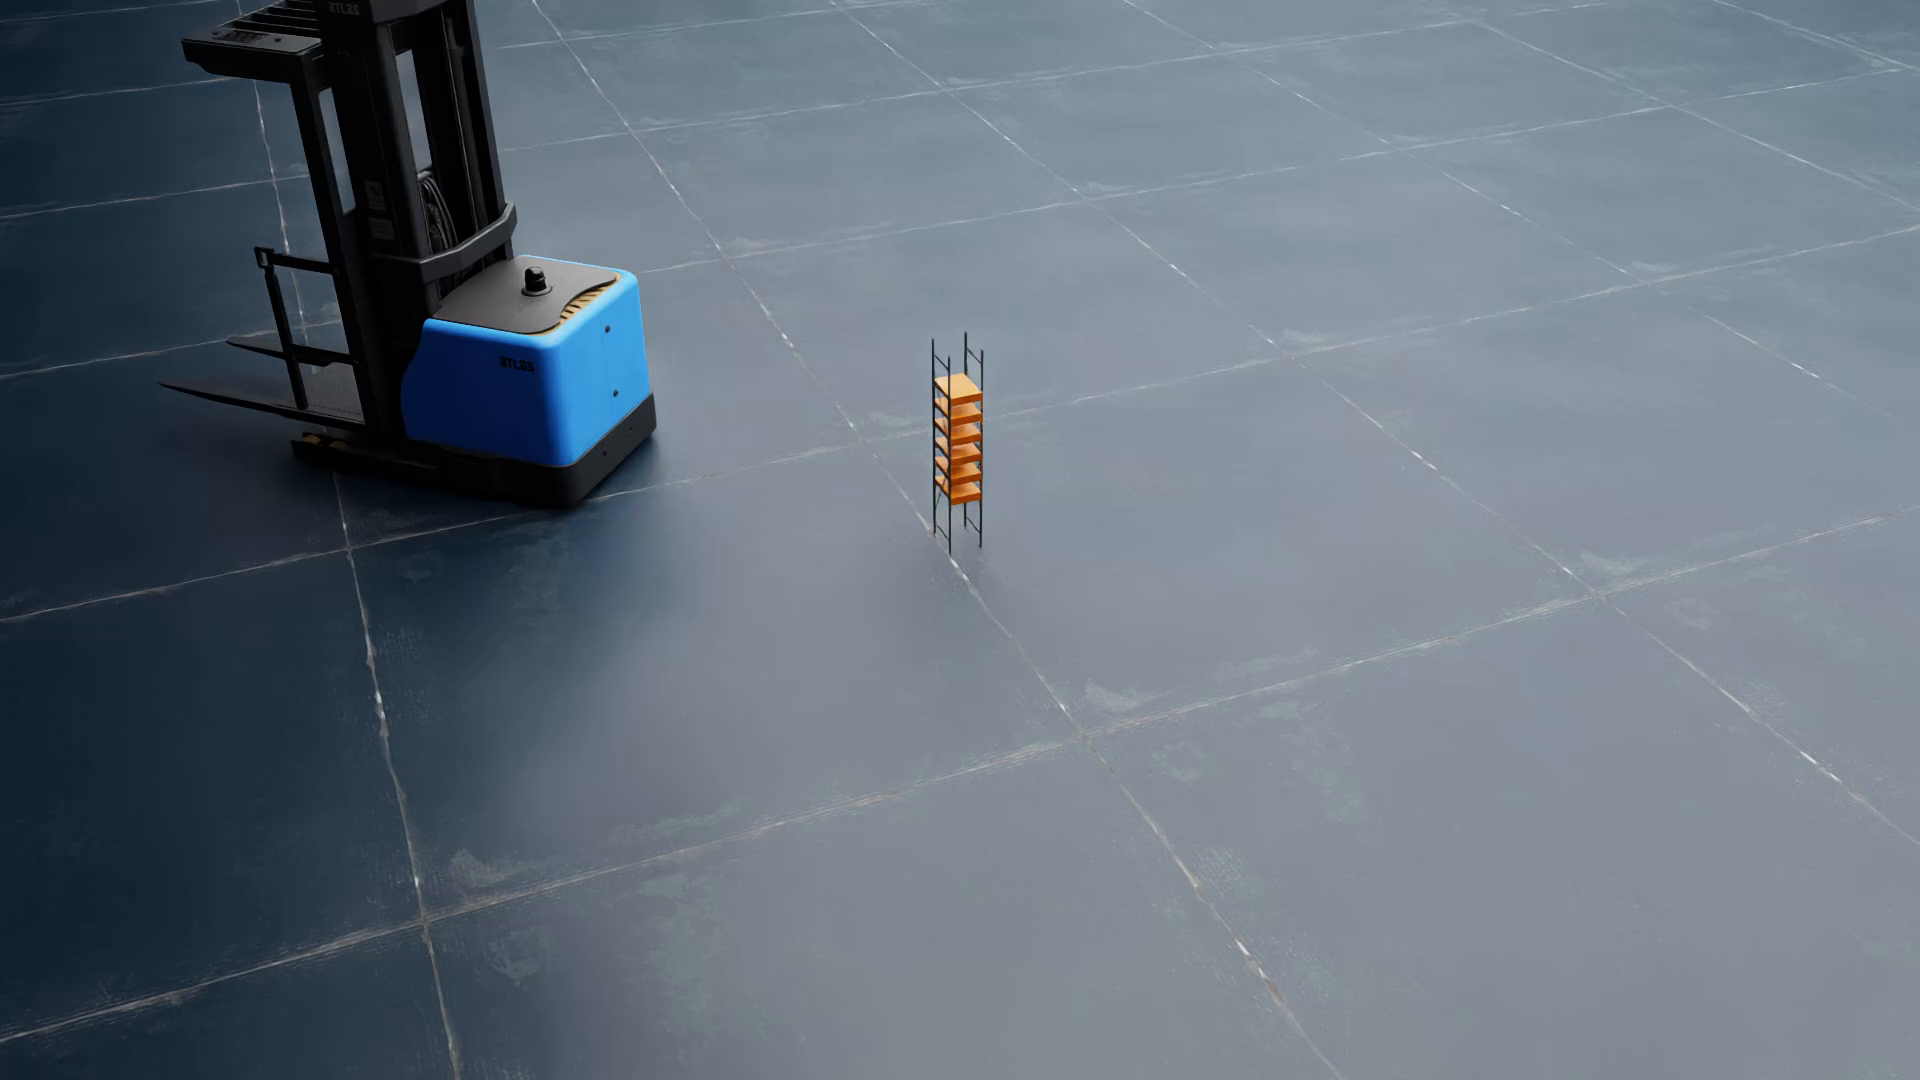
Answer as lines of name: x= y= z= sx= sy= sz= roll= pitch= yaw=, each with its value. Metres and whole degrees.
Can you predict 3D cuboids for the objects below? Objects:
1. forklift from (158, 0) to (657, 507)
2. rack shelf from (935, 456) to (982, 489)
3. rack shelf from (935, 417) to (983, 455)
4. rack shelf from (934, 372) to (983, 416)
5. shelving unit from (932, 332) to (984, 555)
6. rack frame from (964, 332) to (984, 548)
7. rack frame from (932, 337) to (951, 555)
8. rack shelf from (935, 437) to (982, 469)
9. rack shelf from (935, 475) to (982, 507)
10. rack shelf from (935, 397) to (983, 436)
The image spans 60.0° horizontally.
forklift: x=-3.413 y=-1.903 z=9.406 sx=3.031 sy=2.935 sz=1.130 roll=11 pitch=35 yaw=17
rack shelf: x=-0.013 y=-0.362 z=8.926 sx=0.180 sy=0.103 sz=0.258 roll=-13 pitch=35 yaw=-19
rack shelf: x=-0.013 y=-0.563 z=8.795 sx=0.180 sy=0.103 sz=0.258 roll=-13 pitch=35 yaw=-19
rack shelf: x=-0.013 y=-0.764 z=8.664 sx=0.180 sy=0.103 sz=0.258 roll=-13 pitch=35 yaw=-19
shelving unit: x=-0.013 y=-0.500 z=8.836 sx=0.189 sy=1.200 sz=0.258 roll=-13 pitch=35 yaw=-19
rack frame: x=0.071 y=-0.519 z=8.866 sx=0.006 sy=1.200 sz=0.240 roll=-13 pitch=35 yaw=-19
rack frame: x=-0.098 y=-0.481 z=8.806 sx=0.006 sy=1.200 sz=0.240 roll=-13 pitch=35 yaw=-19
rack shelf: x=-0.013 y=-0.463 z=8.860 sx=0.180 sy=0.103 sz=0.258 roll=-13 pitch=35 yaw=-19
rack shelf: x=-0.013 y=-0.261 z=8.991 sx=0.180 sy=0.103 sz=0.258 roll=-13 pitch=35 yaw=-19
rack shelf: x=-0.013 y=-0.664 z=8.729 sx=0.180 sy=0.103 sz=0.258 roll=-13 pitch=35 yaw=-19
